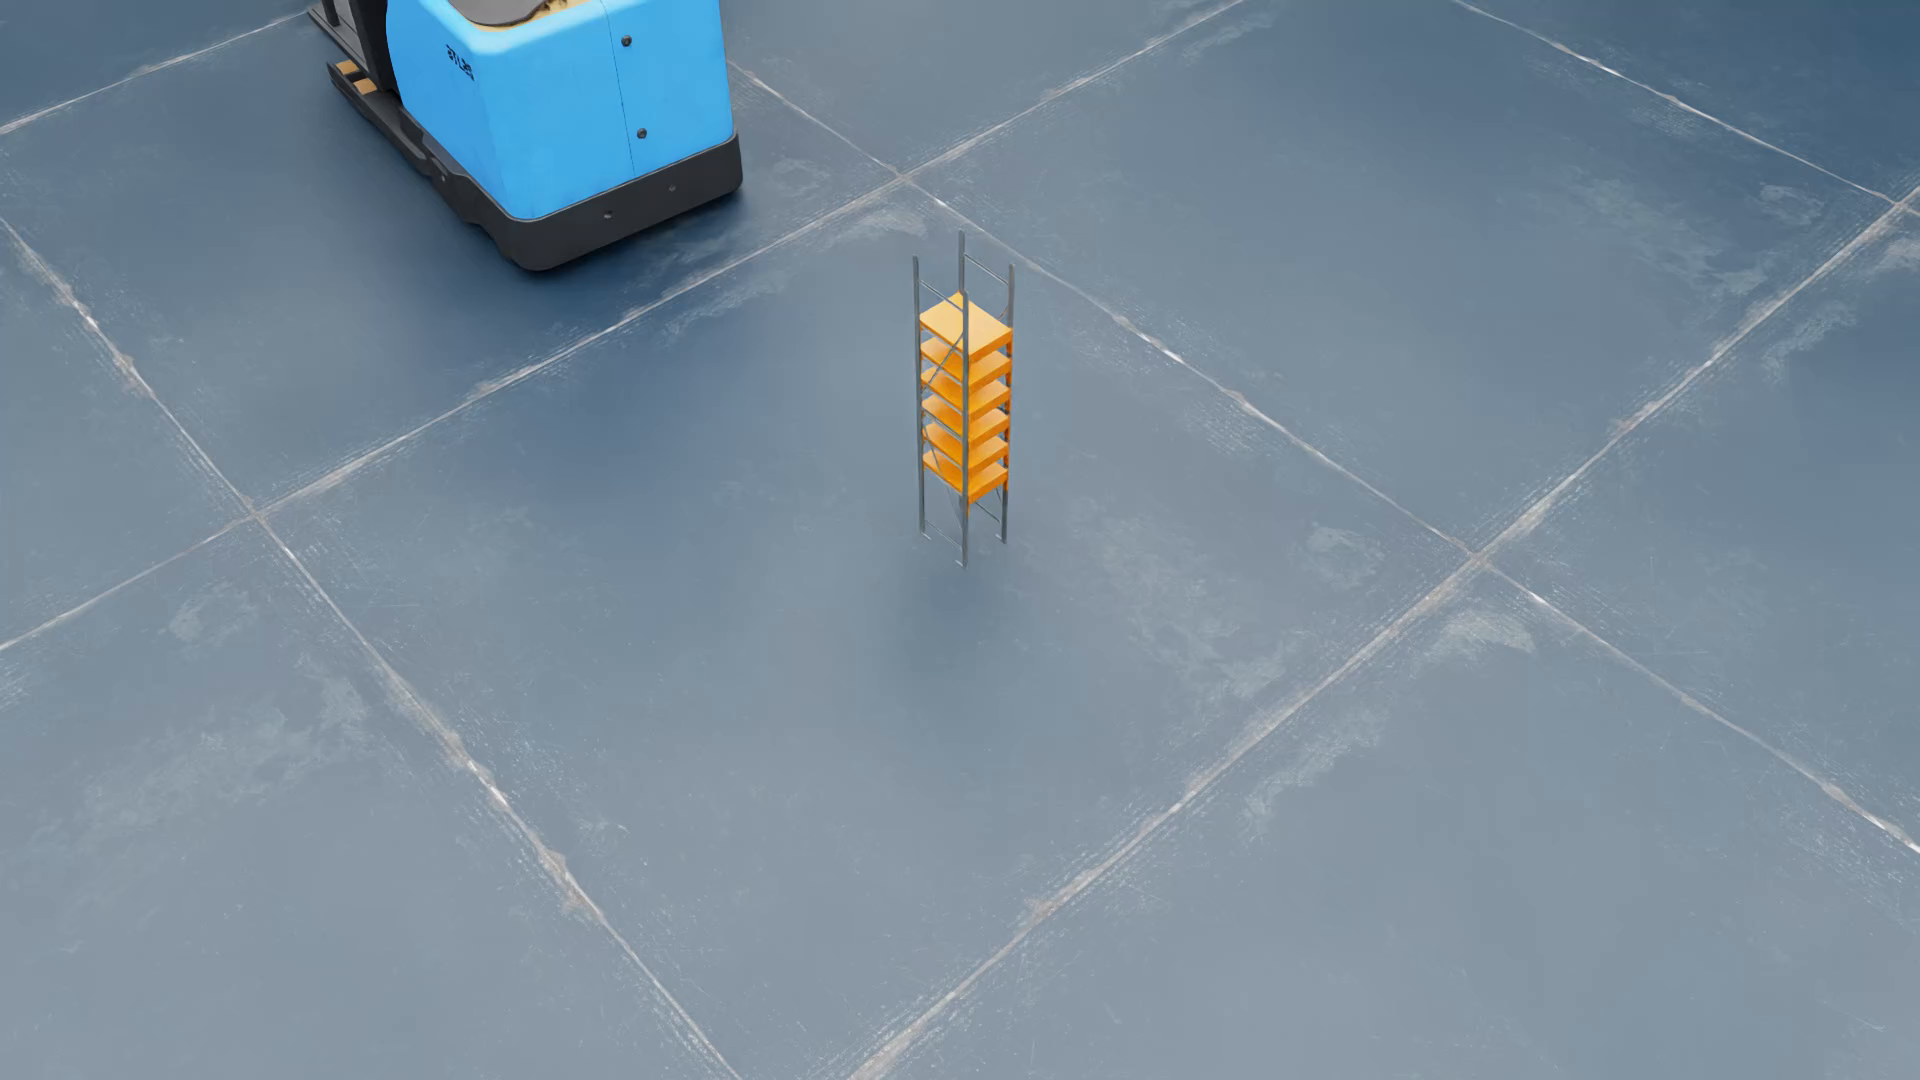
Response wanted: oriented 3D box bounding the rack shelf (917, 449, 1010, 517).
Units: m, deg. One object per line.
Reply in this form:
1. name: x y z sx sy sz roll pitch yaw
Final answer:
1. rack shelf: 0.011 -0.221 5.525 0.180 0.103 0.258 -34 56 -27

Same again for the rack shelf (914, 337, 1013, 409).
1. rack shelf: 0.011 -0.547 5.172 0.180 0.103 0.258 -34 56 -27

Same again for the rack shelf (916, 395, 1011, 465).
1. rack shelf: 0.011 -0.384 5.348 0.180 0.103 0.258 -34 56 -27

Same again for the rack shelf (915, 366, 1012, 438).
1. rack shelf: 0.011 -0.465 5.260 0.180 0.103 0.258 -34 56 -27

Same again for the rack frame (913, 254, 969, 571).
1. rack frame: -0.057 -0.369 5.274 0.006 1.200 0.240 -34 56 -27

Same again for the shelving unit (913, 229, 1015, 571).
1. shelving unit: 0.011 -0.414 5.316 0.189 1.200 0.258 -34 56 -27

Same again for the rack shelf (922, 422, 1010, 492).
1. rack shelf: 0.011 -0.303 5.436 0.180 0.103 0.258 -34 56 -27

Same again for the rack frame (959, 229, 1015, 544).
1. rack frame: 0.078 -0.459 5.357 0.006 1.200 0.240 -34 56 -27

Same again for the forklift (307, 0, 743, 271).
1. forklift: -2.219 -3.105 6.621 1.130 2.935 3.031 -30 54 -24

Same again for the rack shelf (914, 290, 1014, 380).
1. rack shelf: 0.011 -0.628 5.084 0.180 0.103 0.258 -34 56 -27
